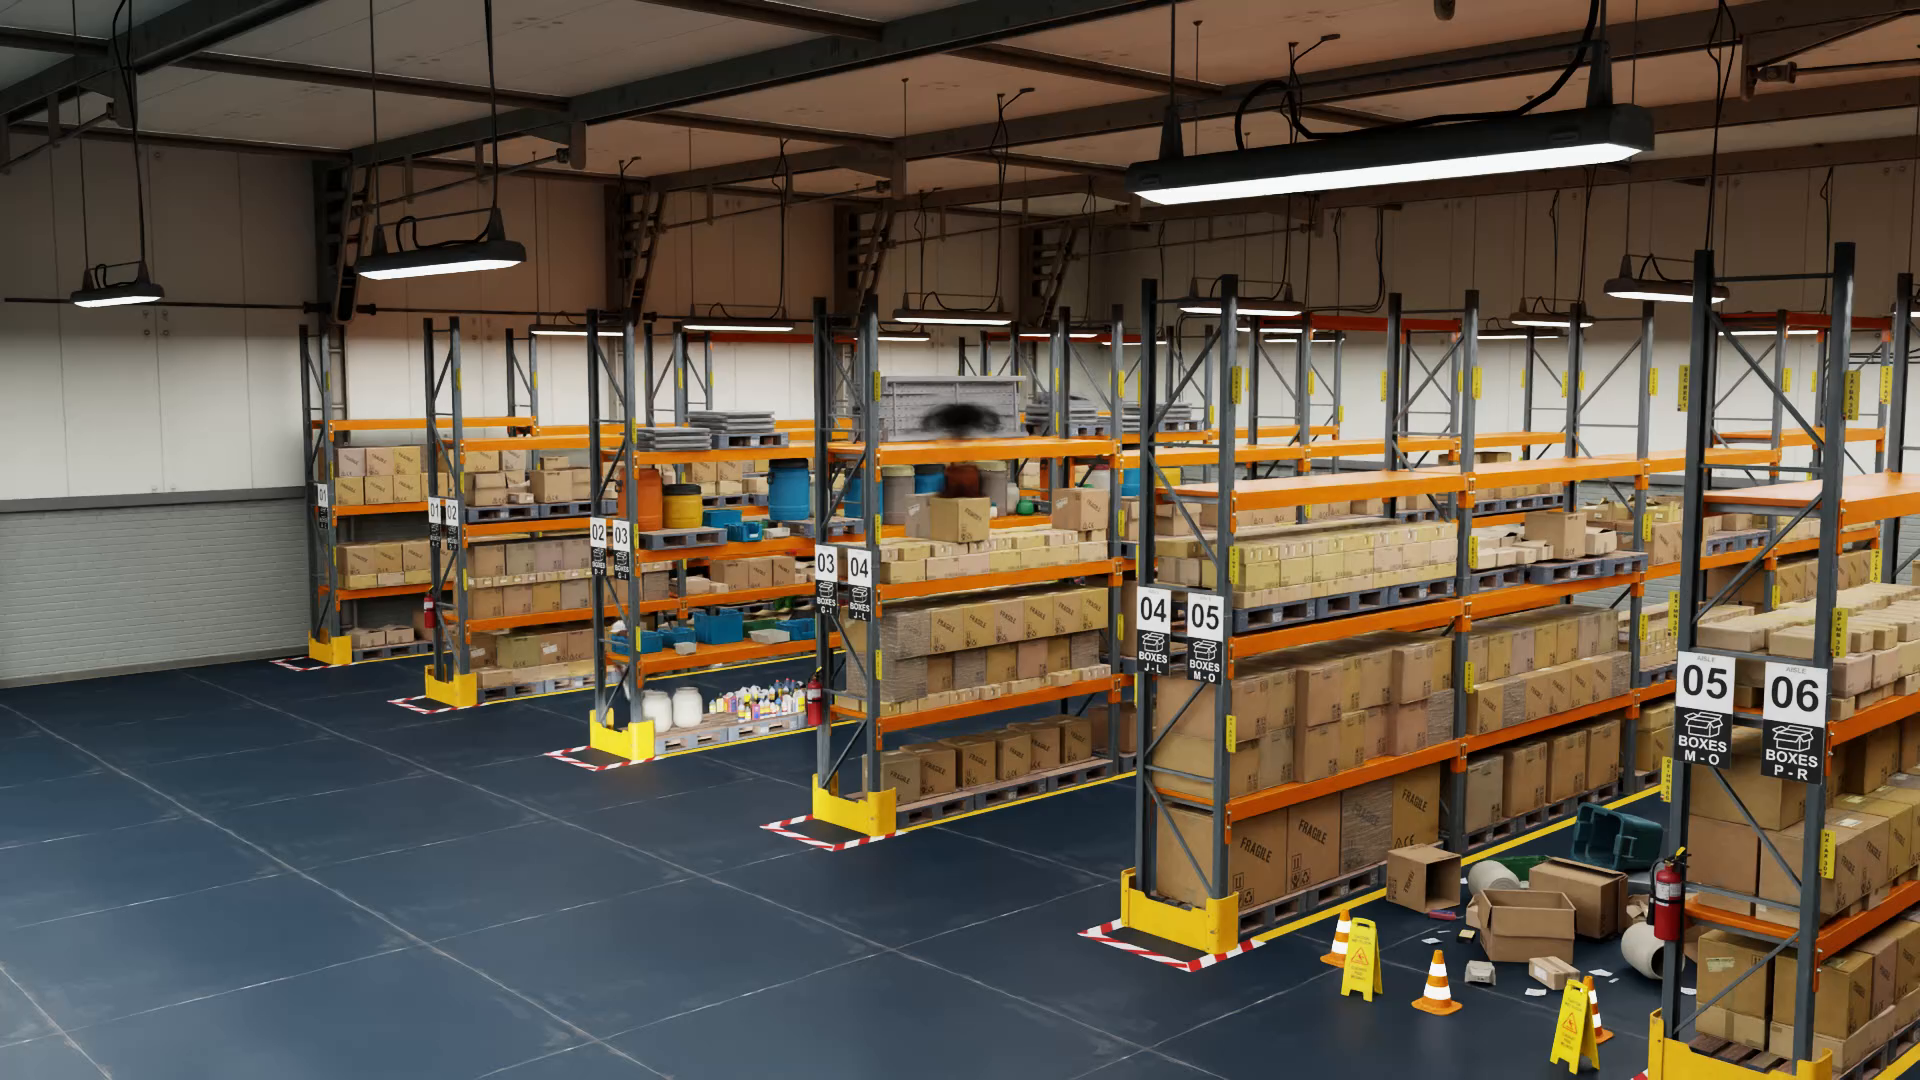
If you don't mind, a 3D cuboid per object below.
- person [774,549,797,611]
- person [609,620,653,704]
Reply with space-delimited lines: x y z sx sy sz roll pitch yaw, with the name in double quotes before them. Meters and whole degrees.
"person" -3.372 1.006 32.563 0.588 1.744 0.653 -6 8 -44
"person" -4.836 1.920 24.492 0.725 1.567 0.941 3 6 27
